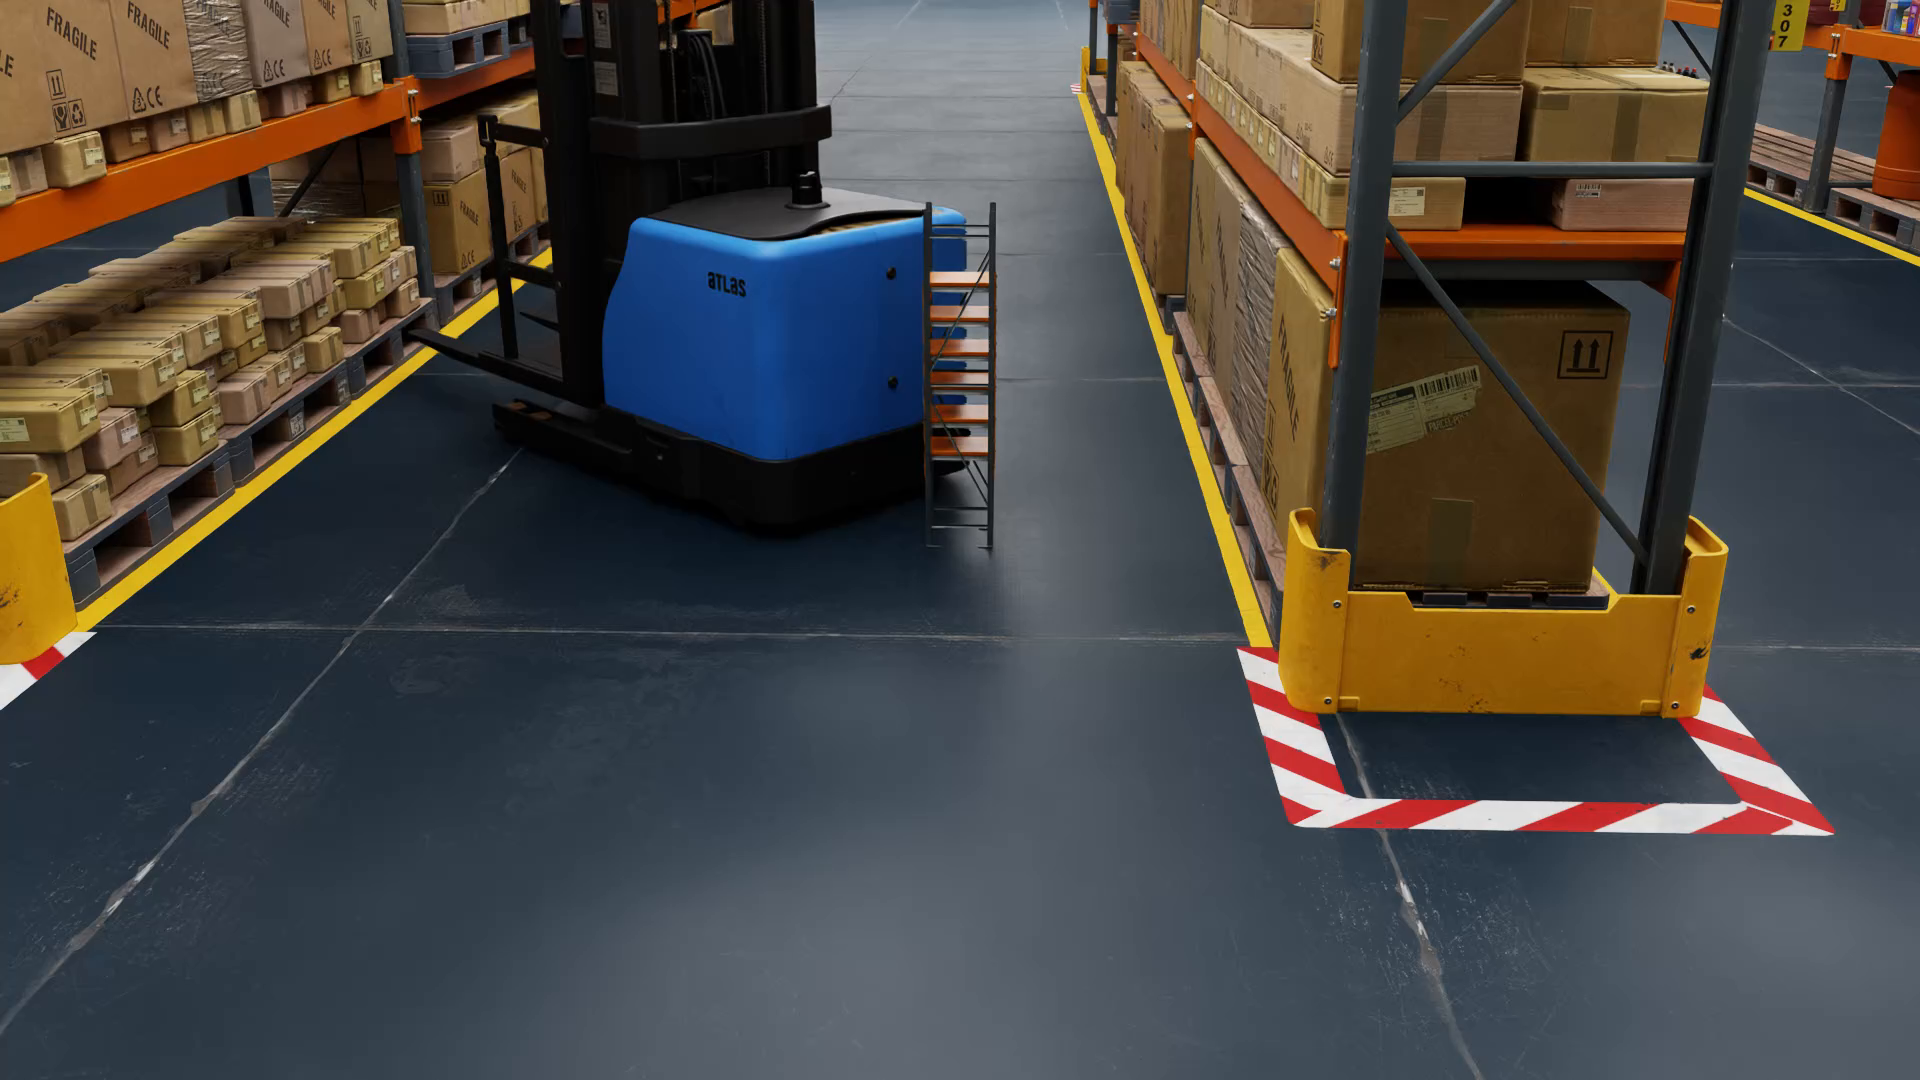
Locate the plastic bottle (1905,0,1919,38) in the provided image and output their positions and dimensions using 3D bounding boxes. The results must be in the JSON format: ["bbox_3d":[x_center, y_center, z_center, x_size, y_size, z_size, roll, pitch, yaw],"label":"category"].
[{"bbox_3d":[6.343,-3.480,11.014,0.061,0.283,0.133,1,21,2],"label":"plastic bottle"}]

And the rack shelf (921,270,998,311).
[{"bbox_3d":[0.000,-0.859,5.711,0.258,0.103,0.180,1,21,2],"label":"rack shelf"}]

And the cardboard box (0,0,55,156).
[{"bbox_3d":[-3.123,-1.404,4.951,0.500,0.500,0.500,2,21,4],"label":"cardboard box"}]

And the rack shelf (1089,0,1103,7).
[{"bbox_3d":[1.967,-5.695,17.553,1.077,0.370,4.000,1,21,2],"label":"rack shelf"}]

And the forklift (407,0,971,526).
[{"bbox_3d":[-1.354,-1.857,6.764,1.130,2.935,3.031,-20,29,-41],"label":"forklift"}]

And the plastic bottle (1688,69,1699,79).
[{"bbox_3d":[7.296,-4.510,16.559,0.144,0.351,0.185,1,21,3],"label":"plastic bottle"}]

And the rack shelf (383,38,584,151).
[{"bbox_3d":[-3.231,-2.893,10.333,1.077,0.370,4.000,1,21,2],"label":"rack shelf"}]

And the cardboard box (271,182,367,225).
[{"bbox_3d":[-3.521,-1.806,9.412,0.500,0.500,0.500,0,21,1],"label":"cardboard box"}]

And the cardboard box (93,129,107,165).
[{"bbox_3d":[-3.177,-1.340,5.683,0.380,0.149,0.250,2,21,4],"label":"cardboard box"}]

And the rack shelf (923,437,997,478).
[{"bbox_3d":[0.000,-0.299,5.928,0.258,0.103,0.180,1,21,2],"label":"rack shelf"}]

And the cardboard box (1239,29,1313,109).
[{"bbox_3d":[1.334,-1.771,6.242,0.500,0.250,0.500,1,21,2],"label":"cardboard box"}]

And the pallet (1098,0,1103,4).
[{"bbox_3d":[1.738,-4.943,14.886,1.003,0.211,1.213,1,21,2],"label":"pallet"}]

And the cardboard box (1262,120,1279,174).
[{"bbox_3d":[1.253,-1.353,5.716,0.380,0.149,0.250,0,21,0],"label":"cardboard box"}]

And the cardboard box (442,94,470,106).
[{"bbox_3d":[-3.476,-2.723,10.738,0.500,0.250,0.500,1,21,2],"label":"cardboard box"}]

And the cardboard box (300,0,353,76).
[{"bbox_3d":[-3.041,-2.325,7.325,0.500,0.500,0.500,0,21,0],"label":"cardboard box"}]

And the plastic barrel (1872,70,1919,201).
[{"bbox_3d":[6.737,-2.813,11.552,0.600,0.830,0.708,1,21,2],"label":"plastic barrel"}]

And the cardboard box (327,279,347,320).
[{"bbox_3d":[-3.075,-1.109,7.689,0.380,0.149,0.250,1,21,2],"label":"cardboard box"}]

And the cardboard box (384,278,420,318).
[{"bbox_3d":[-2.963,-1.227,8.404,0.380,0.149,0.250,1,21,2],"label":"cardboard box"}]

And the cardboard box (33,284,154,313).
[{"bbox_3d":[-3.582,-0.962,6.901,0.380,0.149,0.250,1,21,2],"label":"cardboard box"}]

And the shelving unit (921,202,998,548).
[{"bbox_3d":[0.000,-0.565,5.825,0.258,1.200,0.189,1,21,2],"label":"shelving unit"}]

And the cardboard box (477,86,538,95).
[{"bbox_3d":[-2.933,-2.899,11.192,0.500,0.250,0.500,1,21,2],"label":"cardboard box"}]

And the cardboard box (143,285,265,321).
[{"bbox_3d":[-3.125,-0.957,6.887,0.380,0.149,0.250,1,21,2],"label":"cardboard box"}]

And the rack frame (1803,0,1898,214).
[{"bbox_3d":[6.735,-3.806,11.691,1.000,3.000,0.127,1,21,2],"label":"rack frame"}]

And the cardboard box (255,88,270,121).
[{"bbox_3d":[-3.105,-1.809,6.892,0.380,0.149,0.250,0,21,1],"label":"cardboard box"}]

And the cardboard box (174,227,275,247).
[{"bbox_3d":[-3.577,-1.428,8.101,0.380,0.149,0.250,2,21,4],"label":"cardboard box"}]

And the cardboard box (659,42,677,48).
[{"bbox_3d":[-3.010,-3.971,14.645,1.050,0.750,0.750,1,21,2],"label":"cardboard box"}]

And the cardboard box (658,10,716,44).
[{"bbox_3d":[-2.959,-4.830,16.687,0.875,0.875,0.875,1,21,2],"label":"cardboard box"}]

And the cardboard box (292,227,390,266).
[{"bbox_3d":[-3.010,-1.425,8.093,0.380,0.149,0.250,1,21,2],"label":"cardboard box"}]

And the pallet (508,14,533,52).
[{"bbox_3d":[-3.189,-3.146,10.256,1.003,0.211,1.213,1,21,2],"label":"pallet"}]

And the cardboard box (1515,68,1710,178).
[{"bbox_3d":[1.826,-1.207,4.790,0.500,0.250,0.500,0,21,0],"label":"cardboard box"}]

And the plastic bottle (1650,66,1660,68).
[{"bbox_3d":[7.326,-4.874,17.602,0.152,0.276,0.135,1,21,2],"label":"plastic bottle"}]

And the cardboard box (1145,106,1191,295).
[{"bbox_3d":[1.662,-1.851,9.010,1.225,0.875,0.875,1,21,2],"label":"cardboard box"}]

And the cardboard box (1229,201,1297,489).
[{"bbox_3d":[1.509,-0.735,6.132,0.875,0.875,0.875,1,21,2],"label":"cardboard box"}]

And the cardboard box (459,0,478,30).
[{"bbox_3d":[-2.817,-2.822,8.921,0.380,0.149,0.250,1,21,2],"label":"cardboard box"}]

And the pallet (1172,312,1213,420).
[{"bbox_3d":[1.562,-0.840,7.903,1.003,0.211,1.213,1,21,2],"label":"pallet"}]

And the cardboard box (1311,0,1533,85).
[{"bbox_3d":[1.293,-1.565,4.676,0.500,0.500,0.500,1,21,2],"label":"cardboard box"}]

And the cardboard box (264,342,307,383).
[{"bbox_3d":[-3.070,-0.759,7.198,0.380,0.149,0.250,1,21,3],"label":"cardboard box"}]

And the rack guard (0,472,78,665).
[{"bbox_3d":[-3.411,0.079,5.135,1.175,0.500,0.348,1,21,2],"label":"rack guard"}]

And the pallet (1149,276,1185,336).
[{"bbox_3d":[1.611,-1.394,9.330,1.003,0.211,1.213,1,21,2],"label":"pallet"}]

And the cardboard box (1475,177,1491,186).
[{"bbox_3d":[1.903,-1.255,5.465,0.380,0.149,0.250,0,21,1],"label":"cardboard box"}]

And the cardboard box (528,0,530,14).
[{"bbox_3d":[-2.775,-3.285,10.114,0.380,0.149,0.250,0,21,-1],"label":"cardboard box"}]

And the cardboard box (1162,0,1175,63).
[{"bbox_3d":[1.435,-3.001,9.478,0.500,0.500,0.500,0,21,1],"label":"cardboard box"}]

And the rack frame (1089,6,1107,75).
[{"bbox_3d":[2.028,-6.753,19.287,1.000,3.000,0.127,1,21,2],"label":"rack frame"}]

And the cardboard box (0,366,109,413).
[{"bbox_3d":[-3.170,-0.490,5.683,0.380,0.149,0.250,1,21,3],"label":"cardboard box"}]

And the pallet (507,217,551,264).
[{"bbox_3d":[-3.235,-1.929,10.709,1.003,0.211,1.213,1,21,2],"label":"pallet"}]

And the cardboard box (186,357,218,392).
[{"bbox_3d":[-3.128,-0.628,6.449,0.380,0.149,0.250,0,21,-1],"label":"cardboard box"}]

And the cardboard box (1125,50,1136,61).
[{"bbox_3d":[1.968,-4.689,16.841,0.500,0.500,0.500,8,22,19],"label":"cardboard box"}]

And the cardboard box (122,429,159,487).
[{"bbox_3d":[-3.151,-0.297,6.009,0.380,0.149,0.250,1,21,2],"label":"cardboard box"}]

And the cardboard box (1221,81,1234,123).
[{"bbox_3d":[1.292,-1.816,6.910,0.380,0.149,0.250,0,21,1],"label":"cardboard box"}]
